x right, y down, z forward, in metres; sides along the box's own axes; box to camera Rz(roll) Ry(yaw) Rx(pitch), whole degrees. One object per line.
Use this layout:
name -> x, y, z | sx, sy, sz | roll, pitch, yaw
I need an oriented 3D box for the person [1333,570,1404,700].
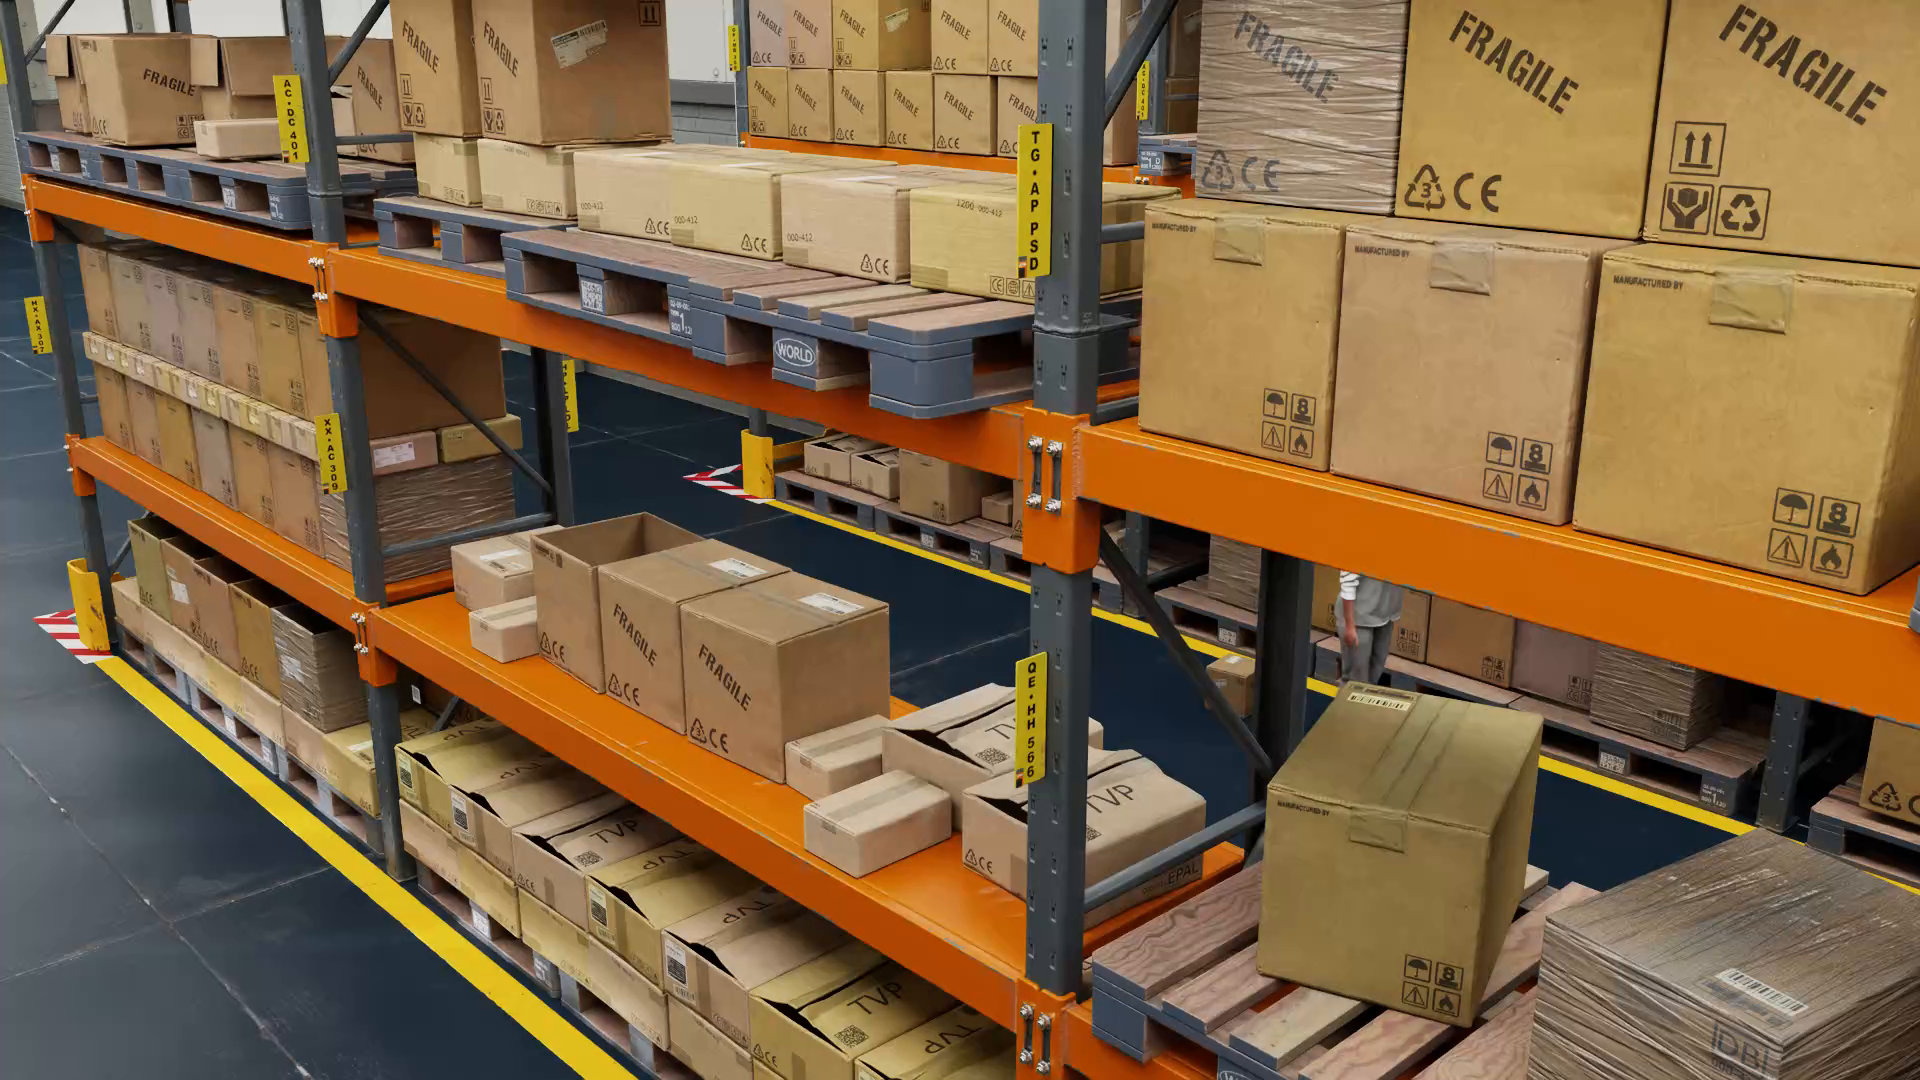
person -> 2.041, 0.412, 8.294 | 0.412, 1.628, 0.331 | -17, 24, -42
